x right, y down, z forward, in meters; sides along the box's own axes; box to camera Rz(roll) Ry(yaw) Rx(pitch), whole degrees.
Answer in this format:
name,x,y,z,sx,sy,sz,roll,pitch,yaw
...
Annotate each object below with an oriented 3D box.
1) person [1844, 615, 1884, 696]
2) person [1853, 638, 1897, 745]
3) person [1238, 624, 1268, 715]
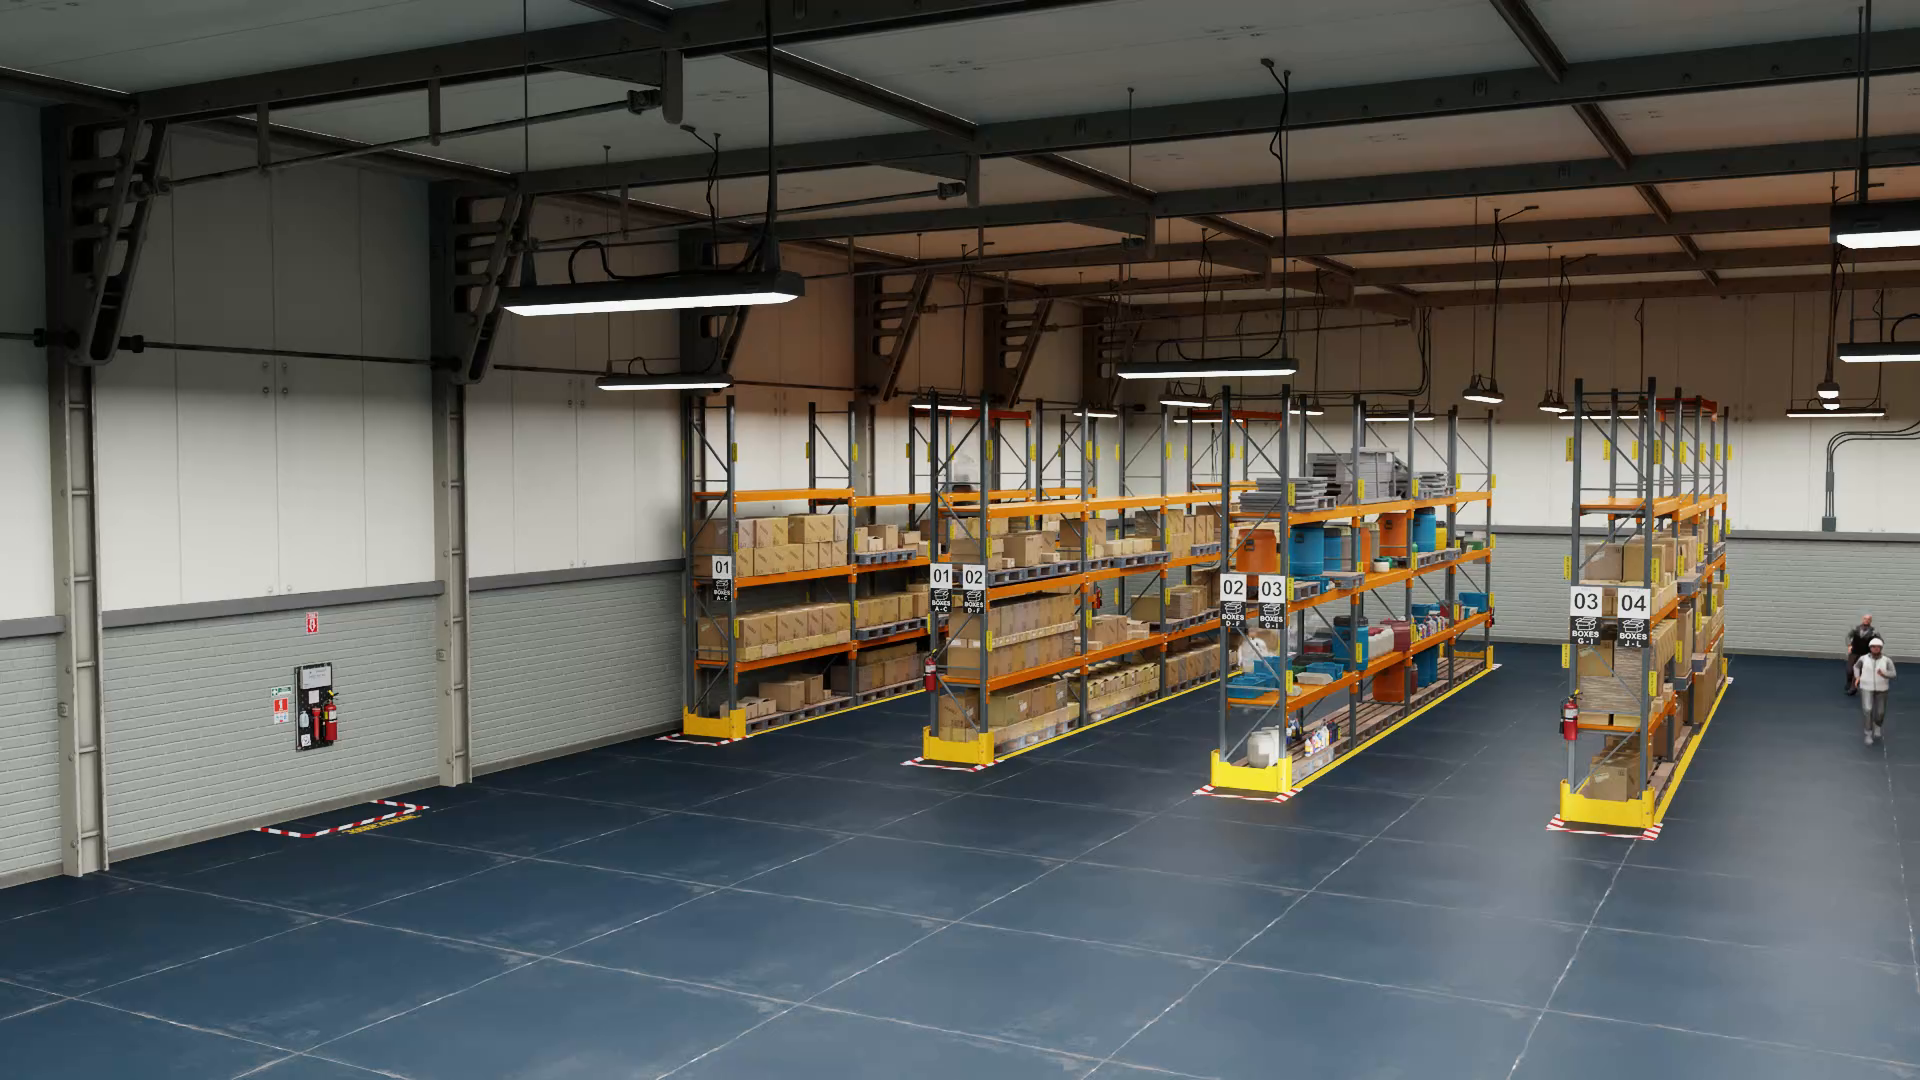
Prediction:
name,x,y,z,sx,sy,sz,roll,pitch,yaw
person,18.616,2.369,34.277,0.745,1.684,0.701,2,4,38
person,15.757,2.581,28.652,0.648,1.775,0.946,1,3,26
person,5.616,2.455,31.913,0.607,1.684,0.935,1,3,21
